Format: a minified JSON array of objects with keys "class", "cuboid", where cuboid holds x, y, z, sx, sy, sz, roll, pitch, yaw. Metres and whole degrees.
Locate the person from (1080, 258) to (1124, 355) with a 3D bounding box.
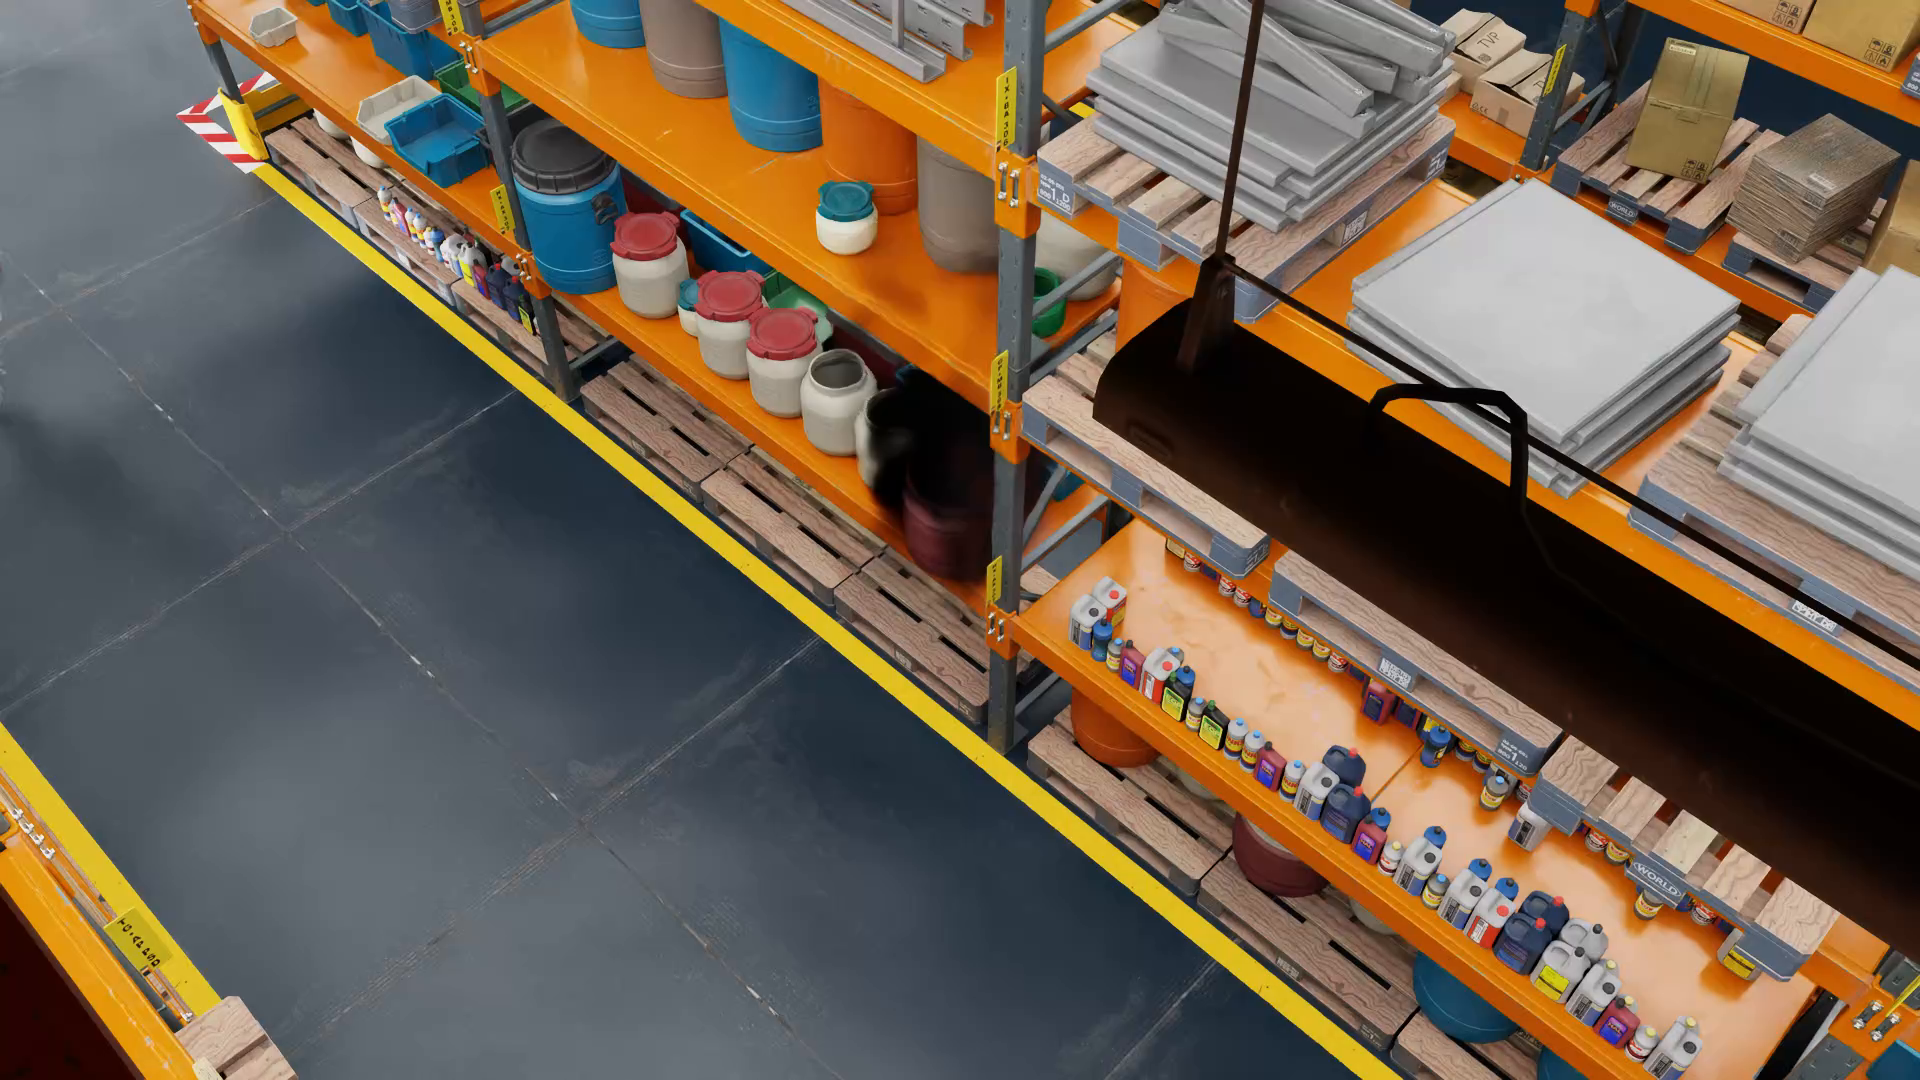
[{"class":"person","cuboid":[0.931,-1.253,10.028,0.588,1.720,0.589,36,59,26]}]
